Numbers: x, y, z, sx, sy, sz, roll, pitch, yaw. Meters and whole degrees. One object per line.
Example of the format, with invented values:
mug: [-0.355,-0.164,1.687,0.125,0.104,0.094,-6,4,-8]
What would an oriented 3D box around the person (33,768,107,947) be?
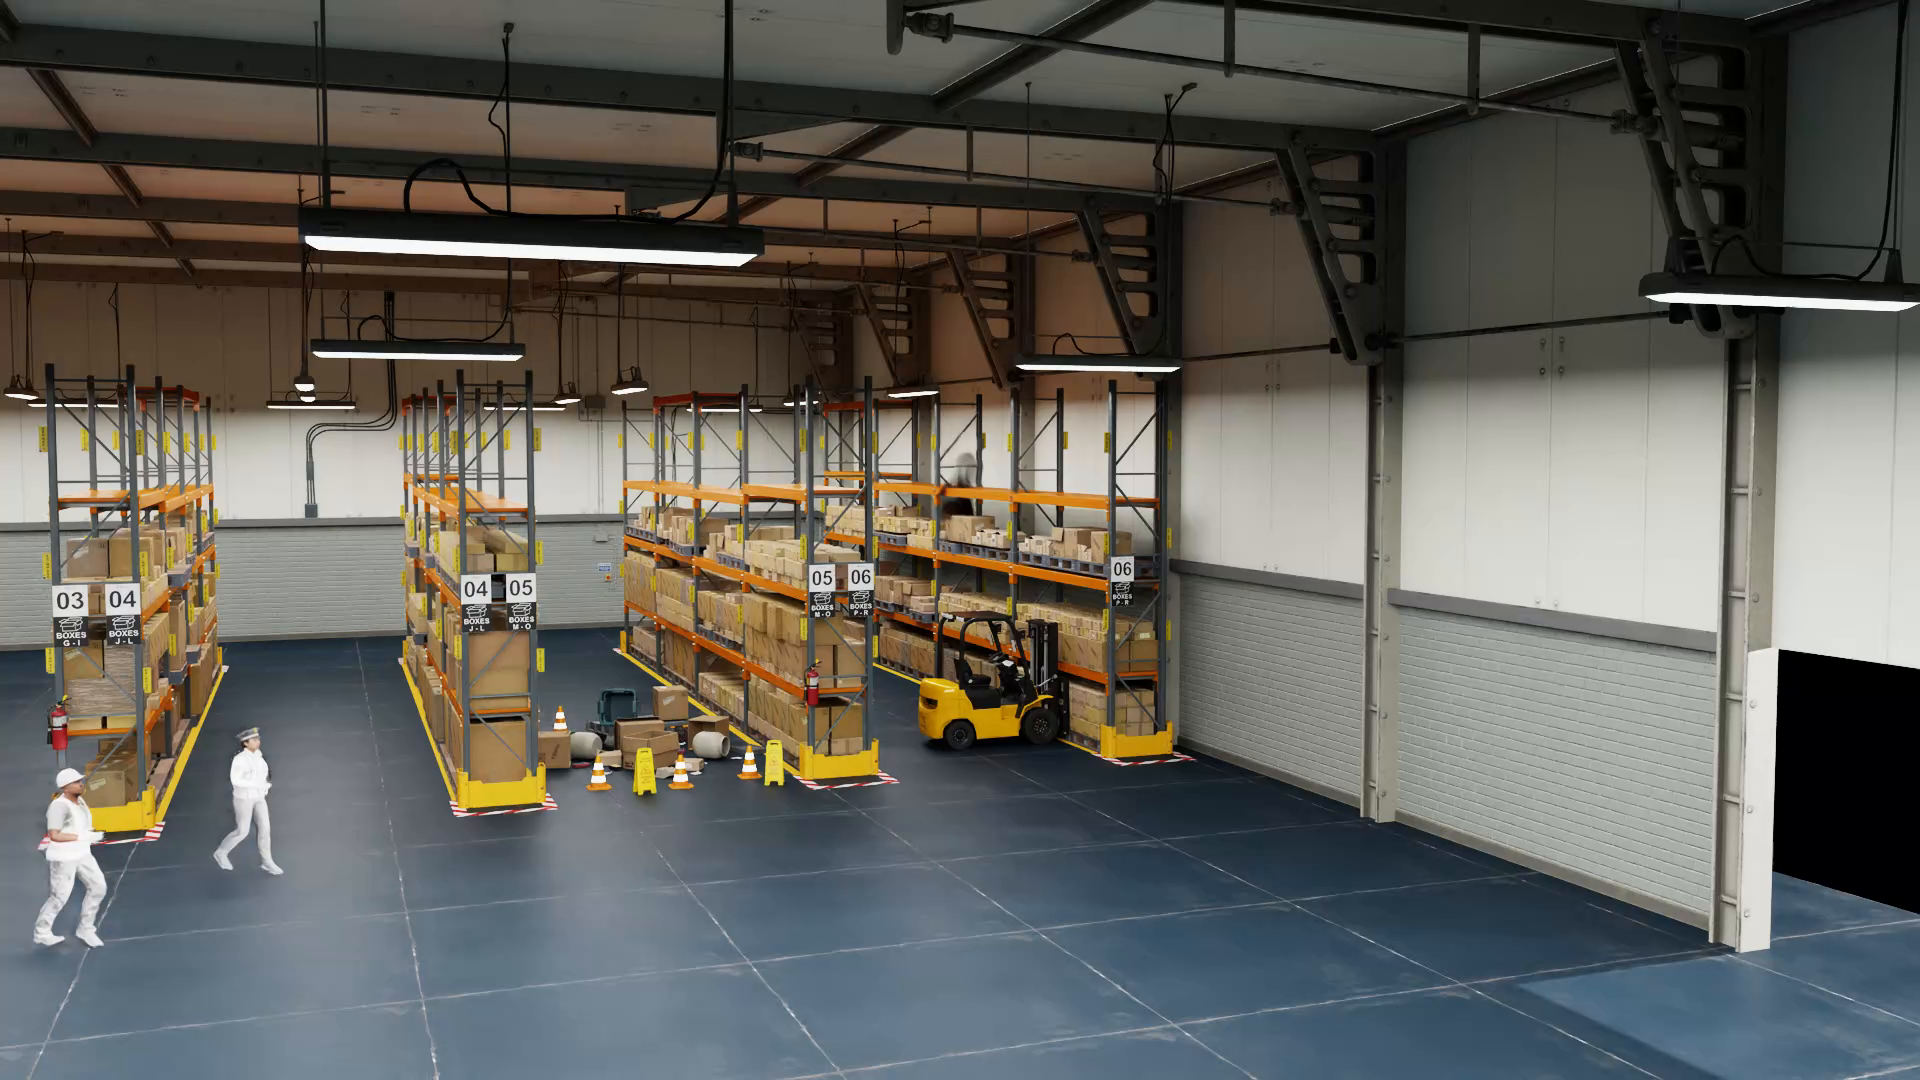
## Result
person: [-8.769,3.167,16.401,0.763,1.836,0.664,0,3,2]

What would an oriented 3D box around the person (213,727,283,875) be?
person: [-8.276,3.026,19.315,0.825,1.724,0.609,1,3,13]
